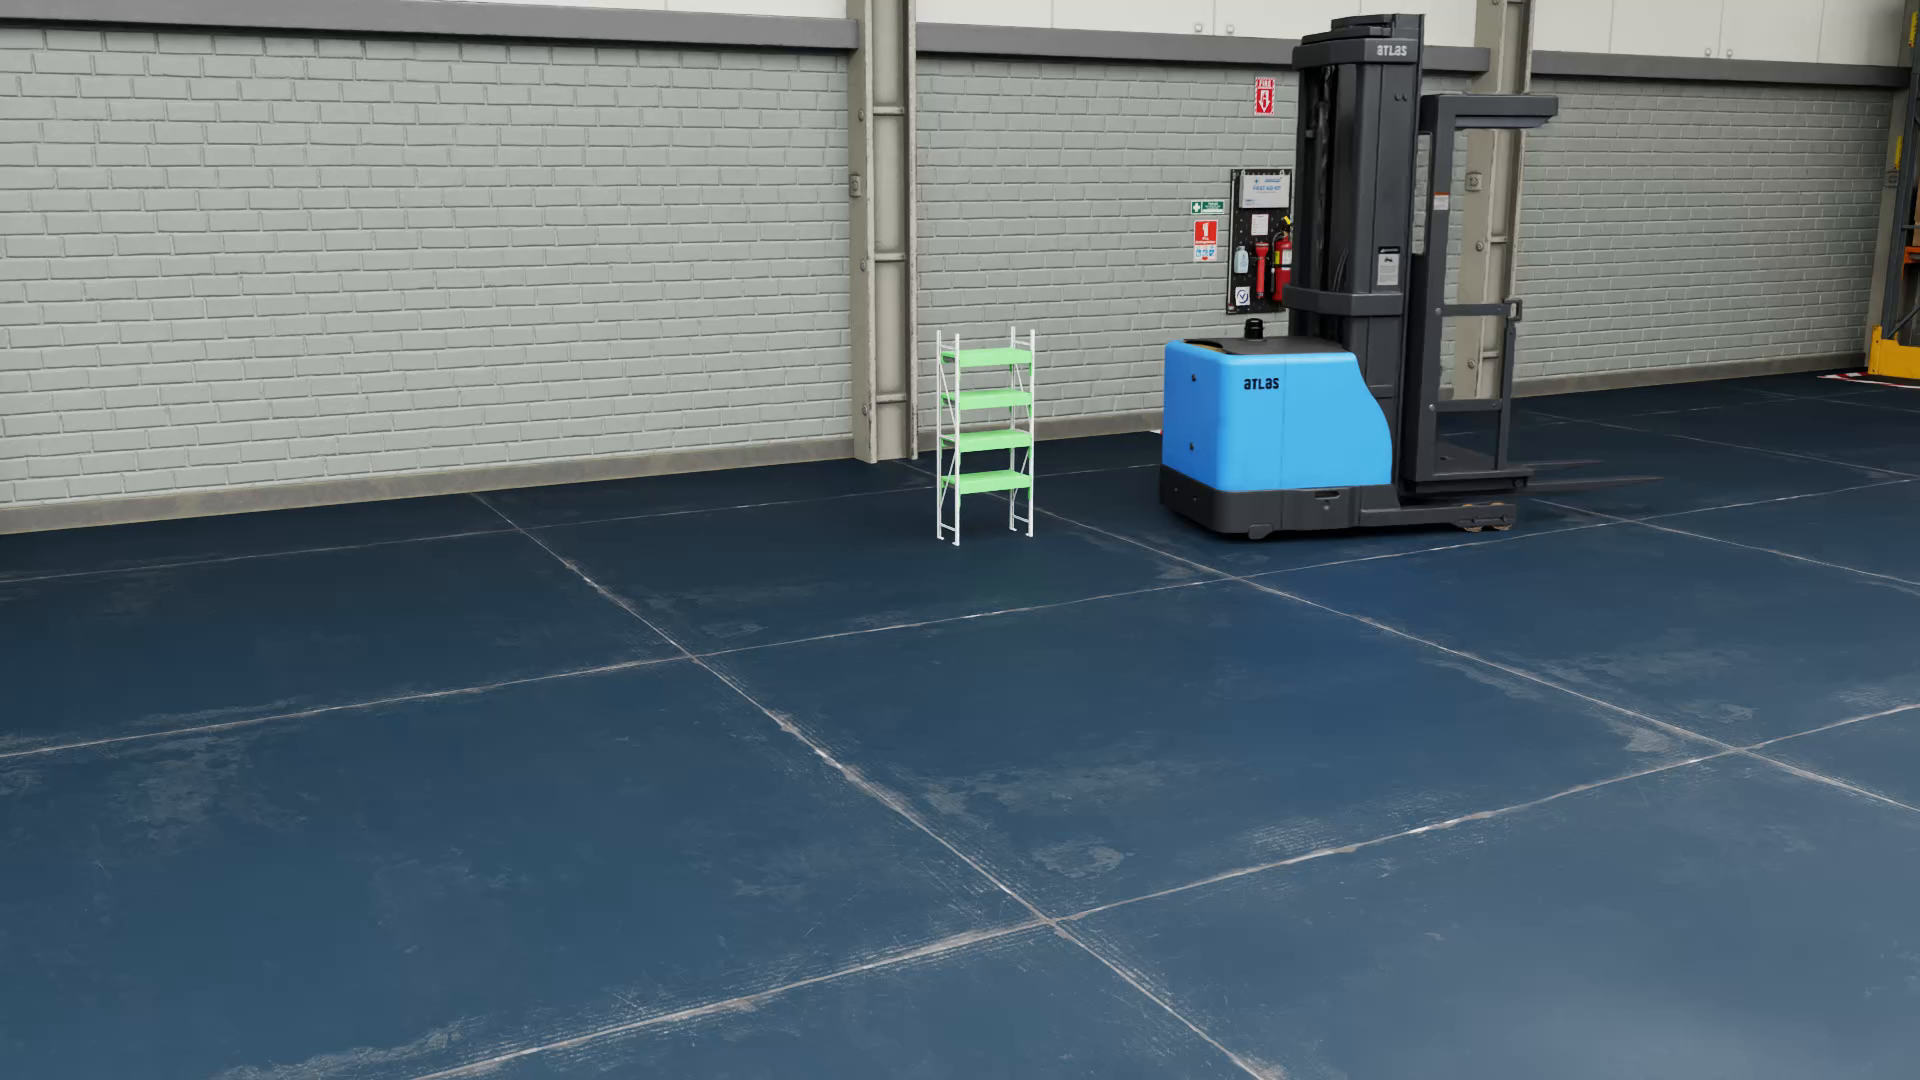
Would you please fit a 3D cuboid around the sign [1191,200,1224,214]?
[{"bbox_3d":[2.000,-2.687,13.428,0.331,0.109,0.001,-7,14,-28],"label":"sign"}]

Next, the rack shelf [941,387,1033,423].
[{"bbox_3d":[0.145,-0.775,9.516,0.480,0.148,0.258,-7,14,-28],"label":"rack shelf"}]

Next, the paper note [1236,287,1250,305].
[{"bbox_3d":[2.338,-2.015,13.738,0.142,0.148,0.016,-7,14,-28],"label":"paper note"}]

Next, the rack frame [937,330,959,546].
[{"bbox_3d":[-0.069,-0.577,9.441,0.015,1.200,0.240,-7,14,-28],"label":"rack frame"}]

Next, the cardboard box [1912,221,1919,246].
[{"bbox_3d":[10.098,-3.117,16.923,0.500,0.250,0.500,-7,14,-27],"label":"cardboard box"}]

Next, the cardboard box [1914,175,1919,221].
[{"bbox_3d":[10.092,-3.487,16.859,0.500,0.500,0.500,-7,14,-28],"label":"cardboard box"}]

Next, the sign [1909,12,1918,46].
[{"bbox_3d":[9.532,-5.098,16.583,0.005,0.325,0.100,-7,14,-28],"label":"sign"}]

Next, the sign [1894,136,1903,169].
[{"bbox_3d":[9.532,-3.922,16.847,0.005,0.325,0.100,-7,14,-28],"label":"sign"}]

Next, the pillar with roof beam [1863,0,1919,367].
[{"bbox_3d":[12.043,-5.431,13.247,0.400,9.000,9.100,-7,14,-28],"label":"pillar with roof beam"}]

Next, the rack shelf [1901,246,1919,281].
[{"bbox_3d":[11.536,-2.953,17.538,4.000,0.370,1.077,-7,14,-28],"label":"rack shelf"}]

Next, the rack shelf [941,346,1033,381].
[{"bbox_3d":[0.145,-1.009,9.463,0.480,0.148,0.258,-7,14,-28],"label":"rack shelf"}]

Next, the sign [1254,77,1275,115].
[{"bbox_3d":[2.472,-3.600,13.492,0.199,0.298,0.001,-7,14,-28],"label":"sign"}]

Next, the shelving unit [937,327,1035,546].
[{"bbox_3d":[0.145,-0.603,9.555,0.503,1.200,0.258,-7,14,-28],"label":"shelving unit"}]

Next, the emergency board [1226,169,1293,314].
[{"bbox_3d":[2.527,-2.450,13.665,0.643,1.169,0.194,-7,14,-28],"label":"emergency board"}]

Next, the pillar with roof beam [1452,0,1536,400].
[{"bbox_3d":[6.777,-4.800,10.443,0.400,9.000,9.100,-7,14,-28],"label":"pillar with roof beam"}]

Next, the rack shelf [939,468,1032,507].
[{"bbox_3d":[0.145,-0.306,9.622,0.480,0.148,0.258,-7,14,-28],"label":"rack shelf"}]

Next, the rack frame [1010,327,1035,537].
[{"bbox_3d":[0.359,-0.628,9.669,0.015,1.200,0.240,-7,14,-28],"label":"rack frame"}]

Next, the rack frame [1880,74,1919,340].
[{"bbox_3d":[9.780,-3.094,16.525,0.127,3.000,1.000,-7,14,-28],"label":"rack frame"}]

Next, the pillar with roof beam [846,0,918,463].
[{"bbox_3d":[1.510,-4.169,7.638,0.400,9.000,9.100,-7,14,-28],"label":"pillar with roof beam"}]

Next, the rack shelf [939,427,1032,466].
[{"bbox_3d":[0.145,-0.540,9.569,0.480,0.148,0.258,-7,14,-28],"label":"rack shelf"}]

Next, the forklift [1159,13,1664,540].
[{"bbox_3d":[2.810,-1.585,9.975,3.031,2.935,1.130,-3,13,-14],"label":"forklift"}]

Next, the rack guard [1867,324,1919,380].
[{"bbox_3d":[9.847,-1.882,16.835,0.348,0.500,1.175,-7,14,-28],"label":"rack guard"}]

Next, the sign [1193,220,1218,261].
[{"bbox_3d":[1.992,-2.429,13.491,0.234,0.329,0.001,-7,14,-28],"label":"sign"}]

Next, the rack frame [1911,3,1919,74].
[{"bbox_3d":[9.780,-6.021,15.866,0.127,3.000,1.000,-7,14,-28],"label":"rack frame"}]
